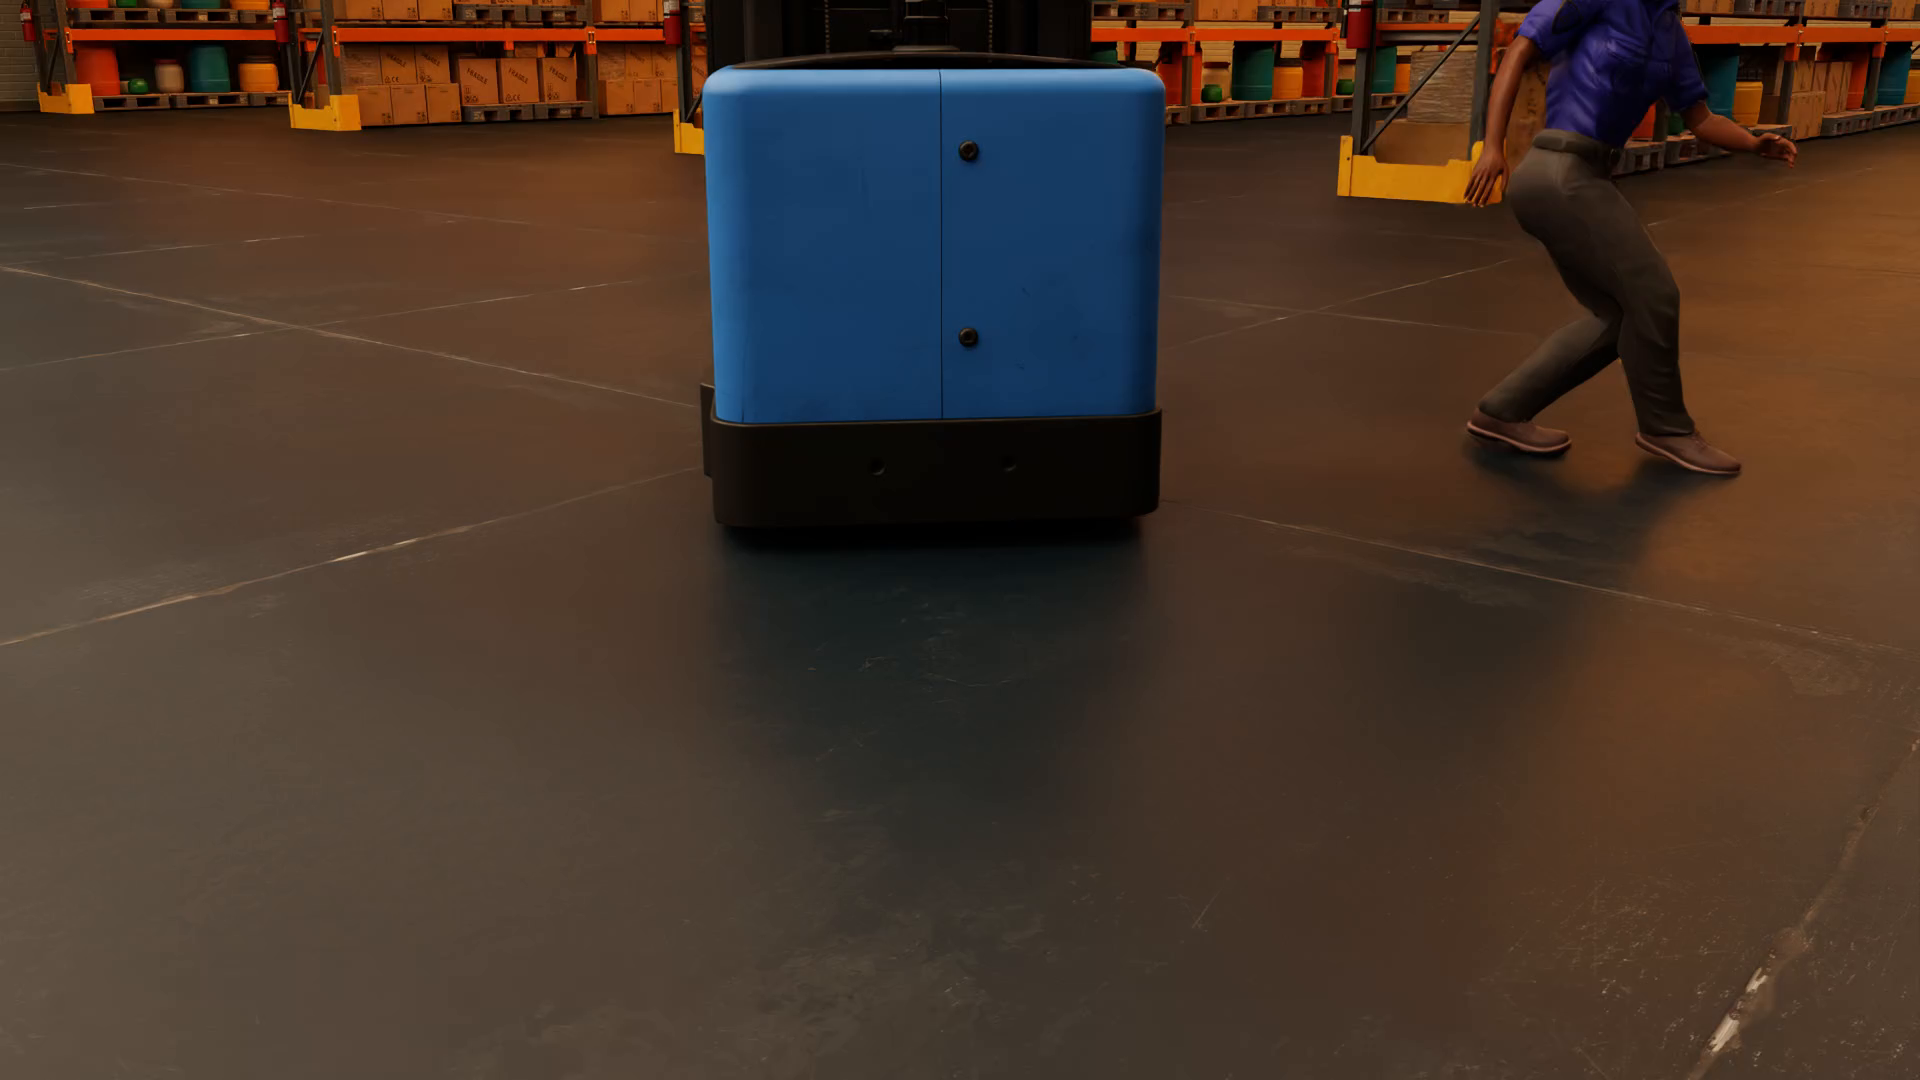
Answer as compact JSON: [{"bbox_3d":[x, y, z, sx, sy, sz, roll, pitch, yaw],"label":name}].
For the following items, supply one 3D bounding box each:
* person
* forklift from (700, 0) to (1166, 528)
[{"bbox_3d":[1.758,-0.915,4.386,0.779,1.529,0.704,12,21,35],"label":"person"},{"bbox_3d":[-0.199,-1.810,4.859,1.130,2.935,3.031,-2,17,-6],"label":"forklift"}]
